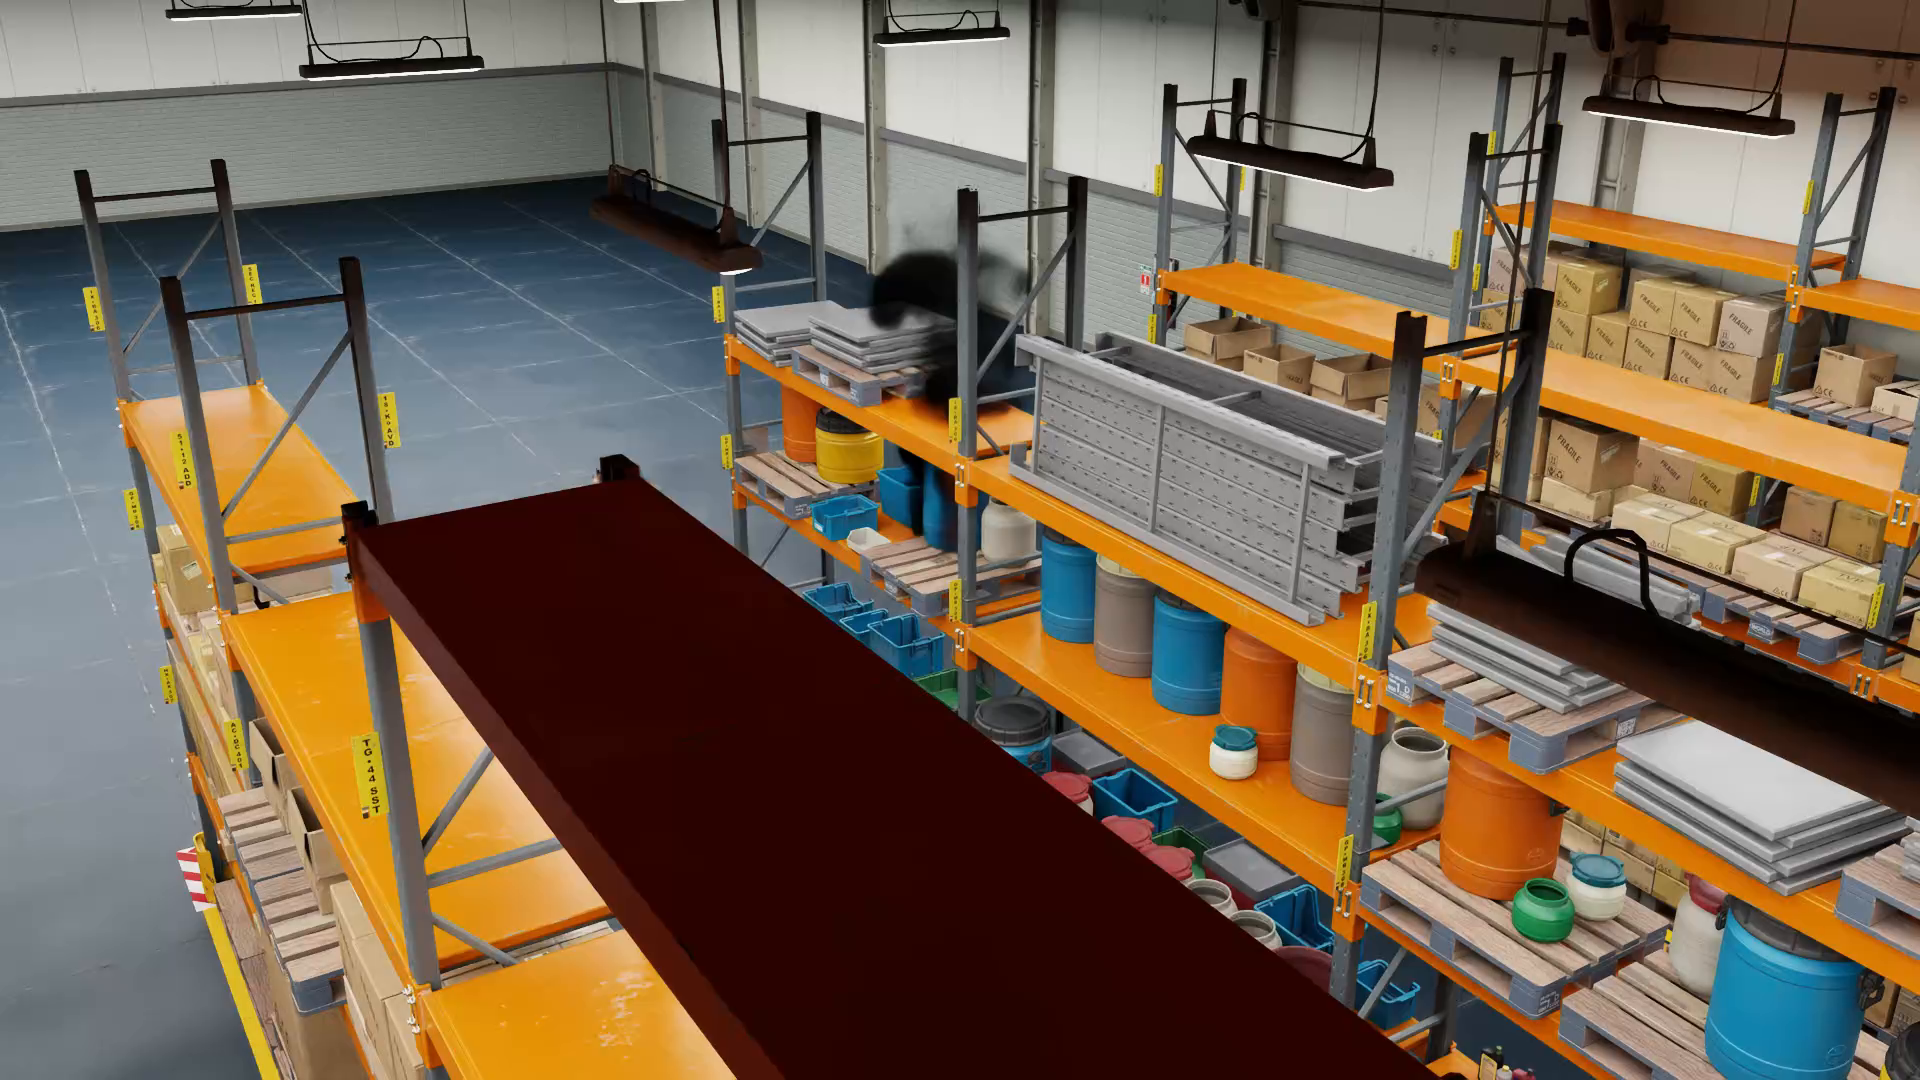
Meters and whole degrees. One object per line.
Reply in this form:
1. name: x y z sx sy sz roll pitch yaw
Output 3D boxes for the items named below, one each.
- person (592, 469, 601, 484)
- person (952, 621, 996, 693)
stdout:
1. person: -4.100 -0.068 19.380 0.569 1.619 0.578 -3 22 -7
2. person: 0.125 0.944 16.241 0.563 1.586 0.572 -16 27 -34
